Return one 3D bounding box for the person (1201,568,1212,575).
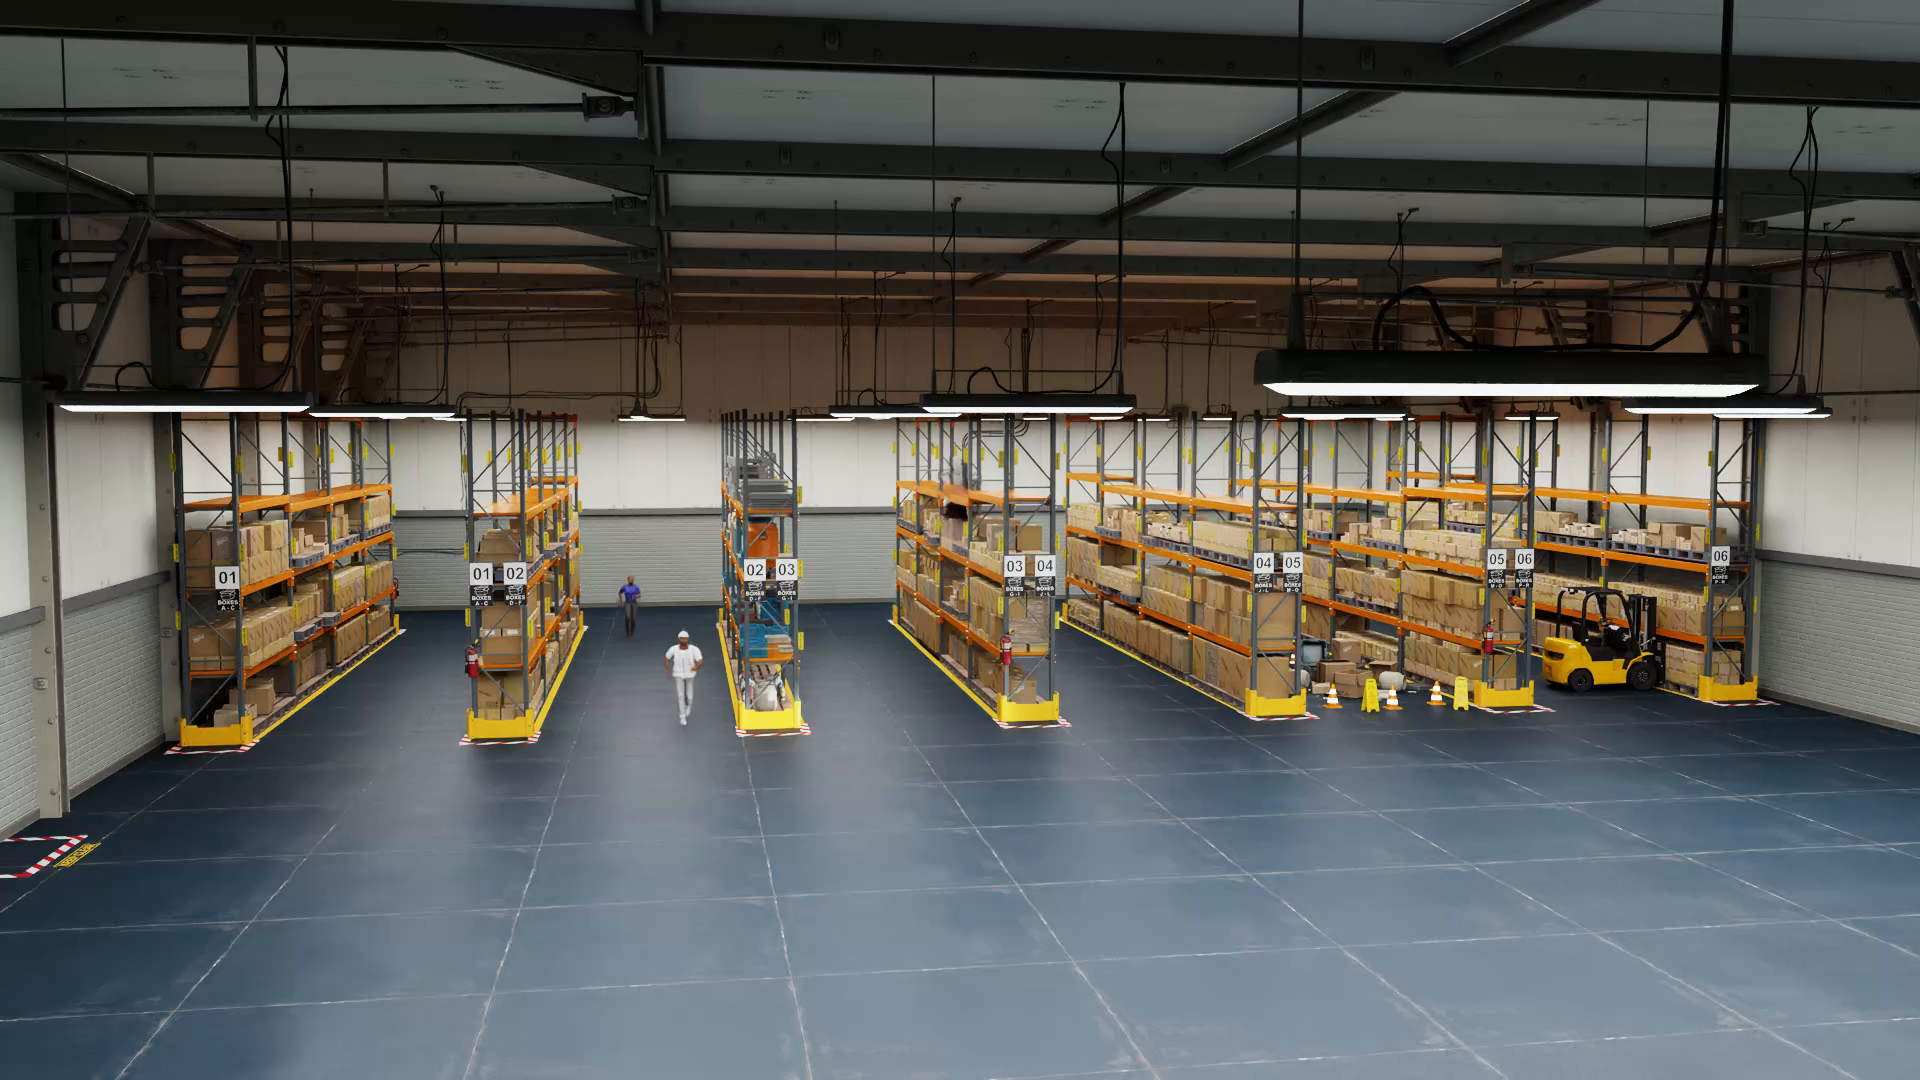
[{"bbox_3d":[7.518,1.388,50.563,0.540,1.641,0.555,-1,4,-11],"label":"person"}]

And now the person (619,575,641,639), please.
[{"bbox_3d":[-8.821,1.802,44.515,0.546,1.716,0.746,-1,4,-20],"label":"person"}]

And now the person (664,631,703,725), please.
[{"bbox_3d":[-5.295,2.612,31.887,0.726,1.751,0.904,-1,4,-11],"label":"person"}]
